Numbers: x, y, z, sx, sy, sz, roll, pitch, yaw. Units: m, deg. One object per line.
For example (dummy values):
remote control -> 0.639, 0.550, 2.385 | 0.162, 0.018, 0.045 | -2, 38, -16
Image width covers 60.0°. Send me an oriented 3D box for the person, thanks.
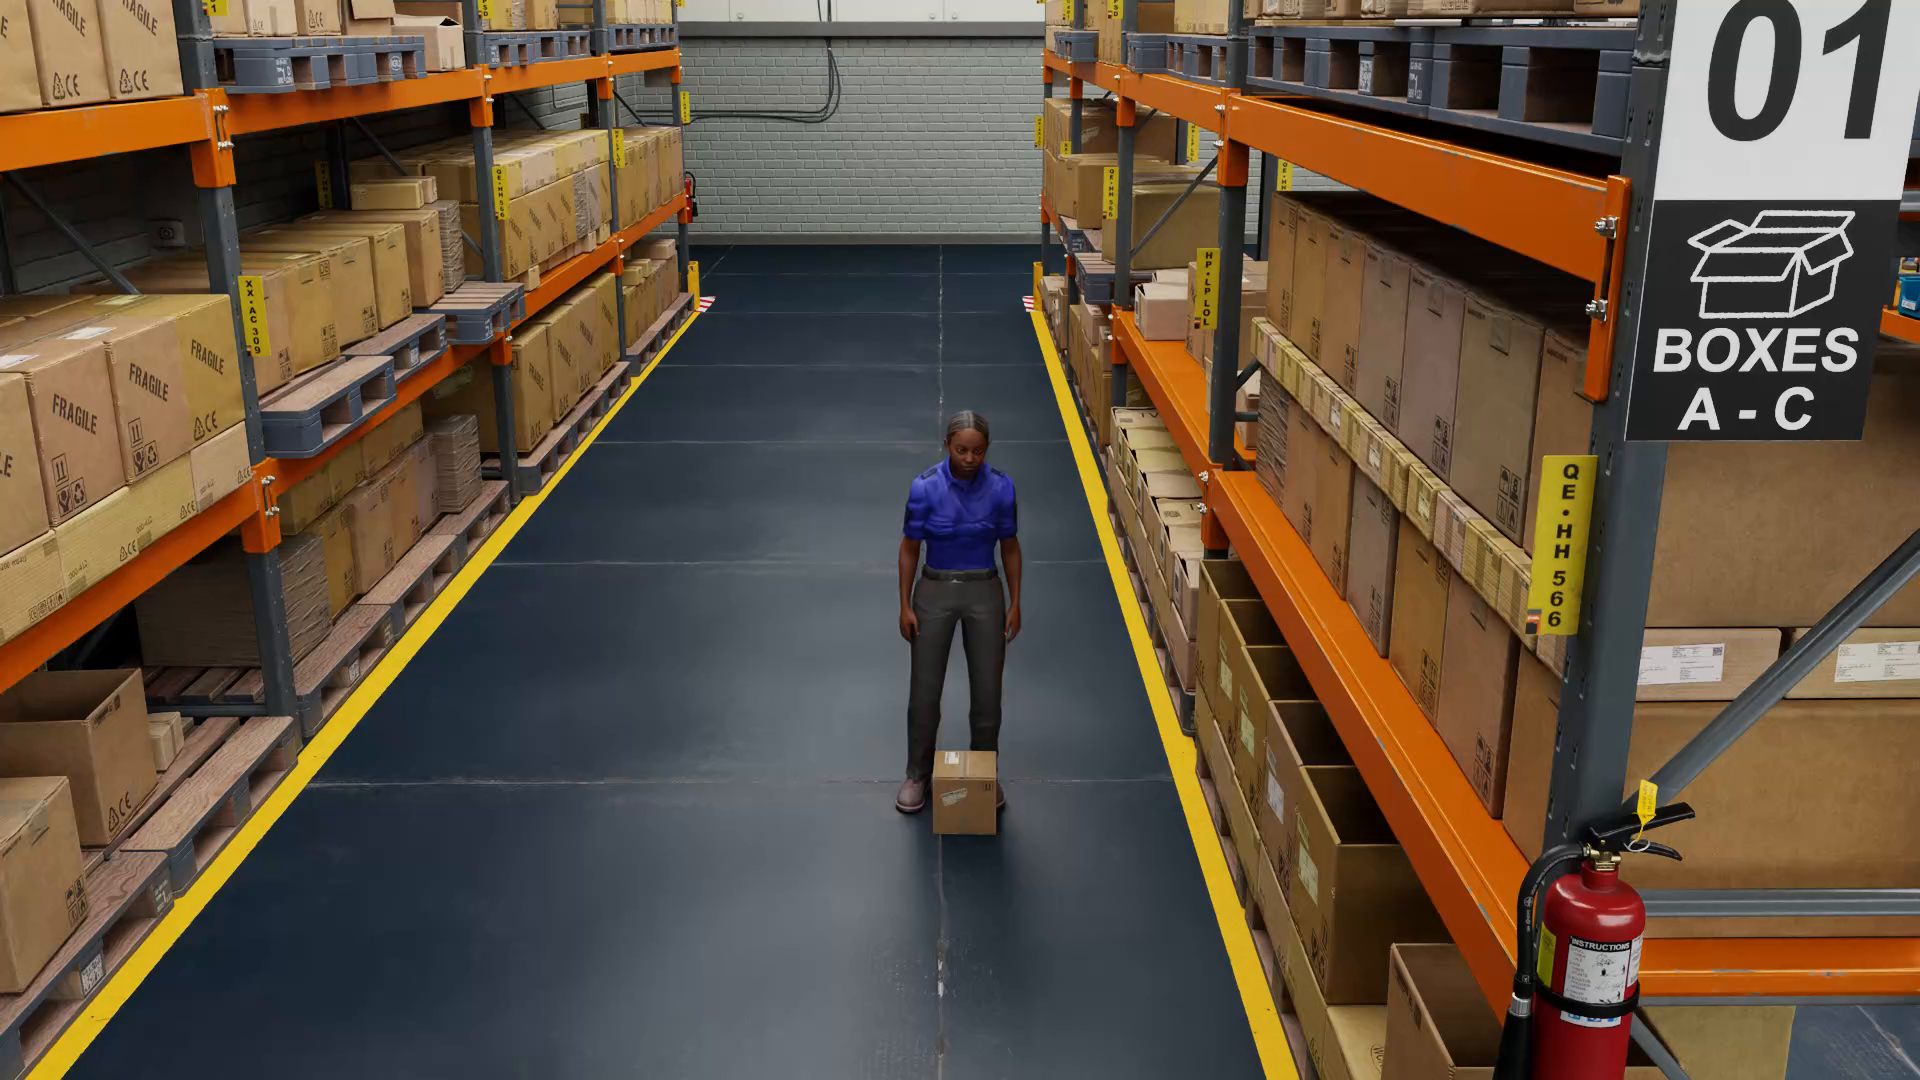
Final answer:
person -> -0.010, 0.279, 6.681 | 0.524, 1.639, 0.352 | -1, 17, -4
